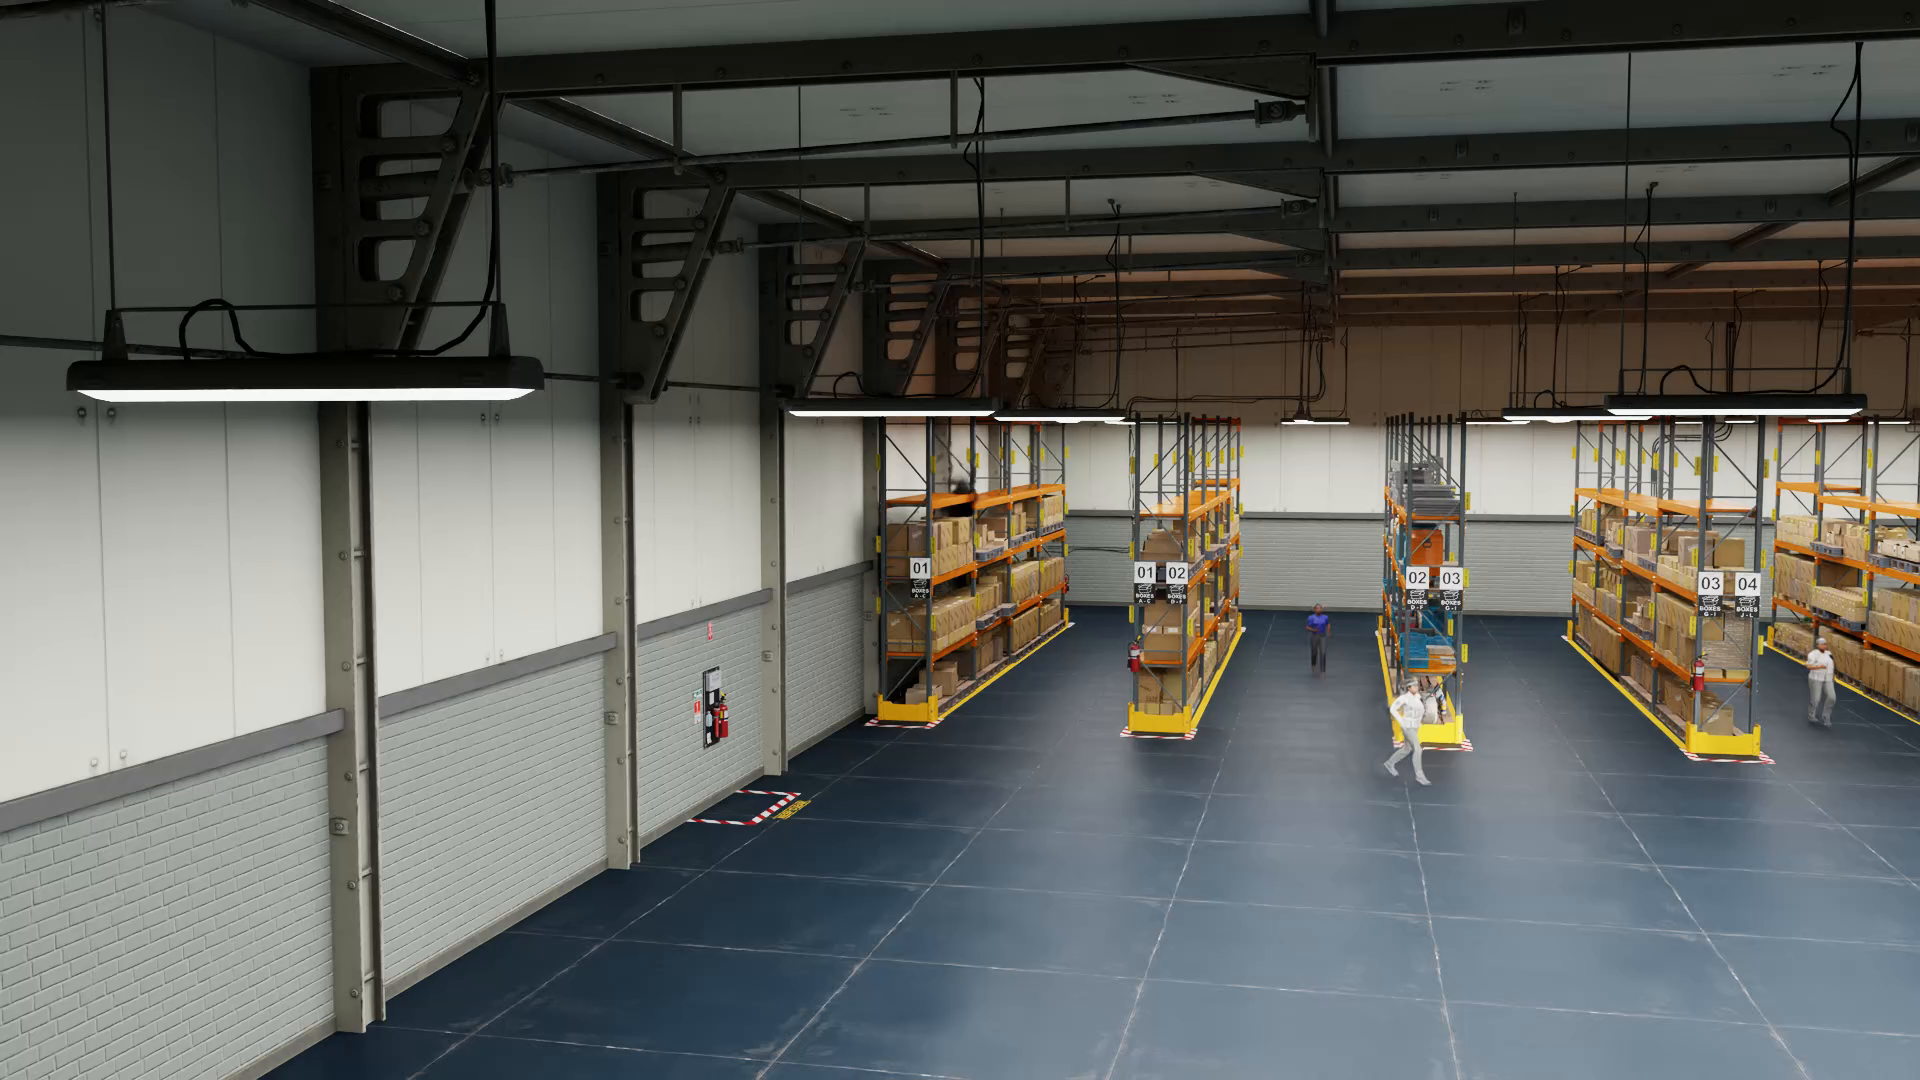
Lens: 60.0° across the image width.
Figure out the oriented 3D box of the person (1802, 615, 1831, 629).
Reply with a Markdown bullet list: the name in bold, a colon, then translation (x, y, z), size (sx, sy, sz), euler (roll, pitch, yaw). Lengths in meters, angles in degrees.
- **person**: translation (22.796, 1.825, 44.369), size (0.906, 1.769, 0.660), euler (1, 4, 11)

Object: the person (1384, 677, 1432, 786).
- **person**: translation (7.279, 3.057, 26.884), size (0.849, 1.723, 0.596), euler (4, 5, 44)

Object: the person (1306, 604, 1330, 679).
- **person**: translation (8.225, 2.294, 38.158), size (0.569, 1.669, 0.932), euler (0, 4, 5)

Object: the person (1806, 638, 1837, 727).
- **person**: translation (16.587, 2.743, 32.005), size (0.582, 1.704, 0.681), euler (0, 4, 4)
